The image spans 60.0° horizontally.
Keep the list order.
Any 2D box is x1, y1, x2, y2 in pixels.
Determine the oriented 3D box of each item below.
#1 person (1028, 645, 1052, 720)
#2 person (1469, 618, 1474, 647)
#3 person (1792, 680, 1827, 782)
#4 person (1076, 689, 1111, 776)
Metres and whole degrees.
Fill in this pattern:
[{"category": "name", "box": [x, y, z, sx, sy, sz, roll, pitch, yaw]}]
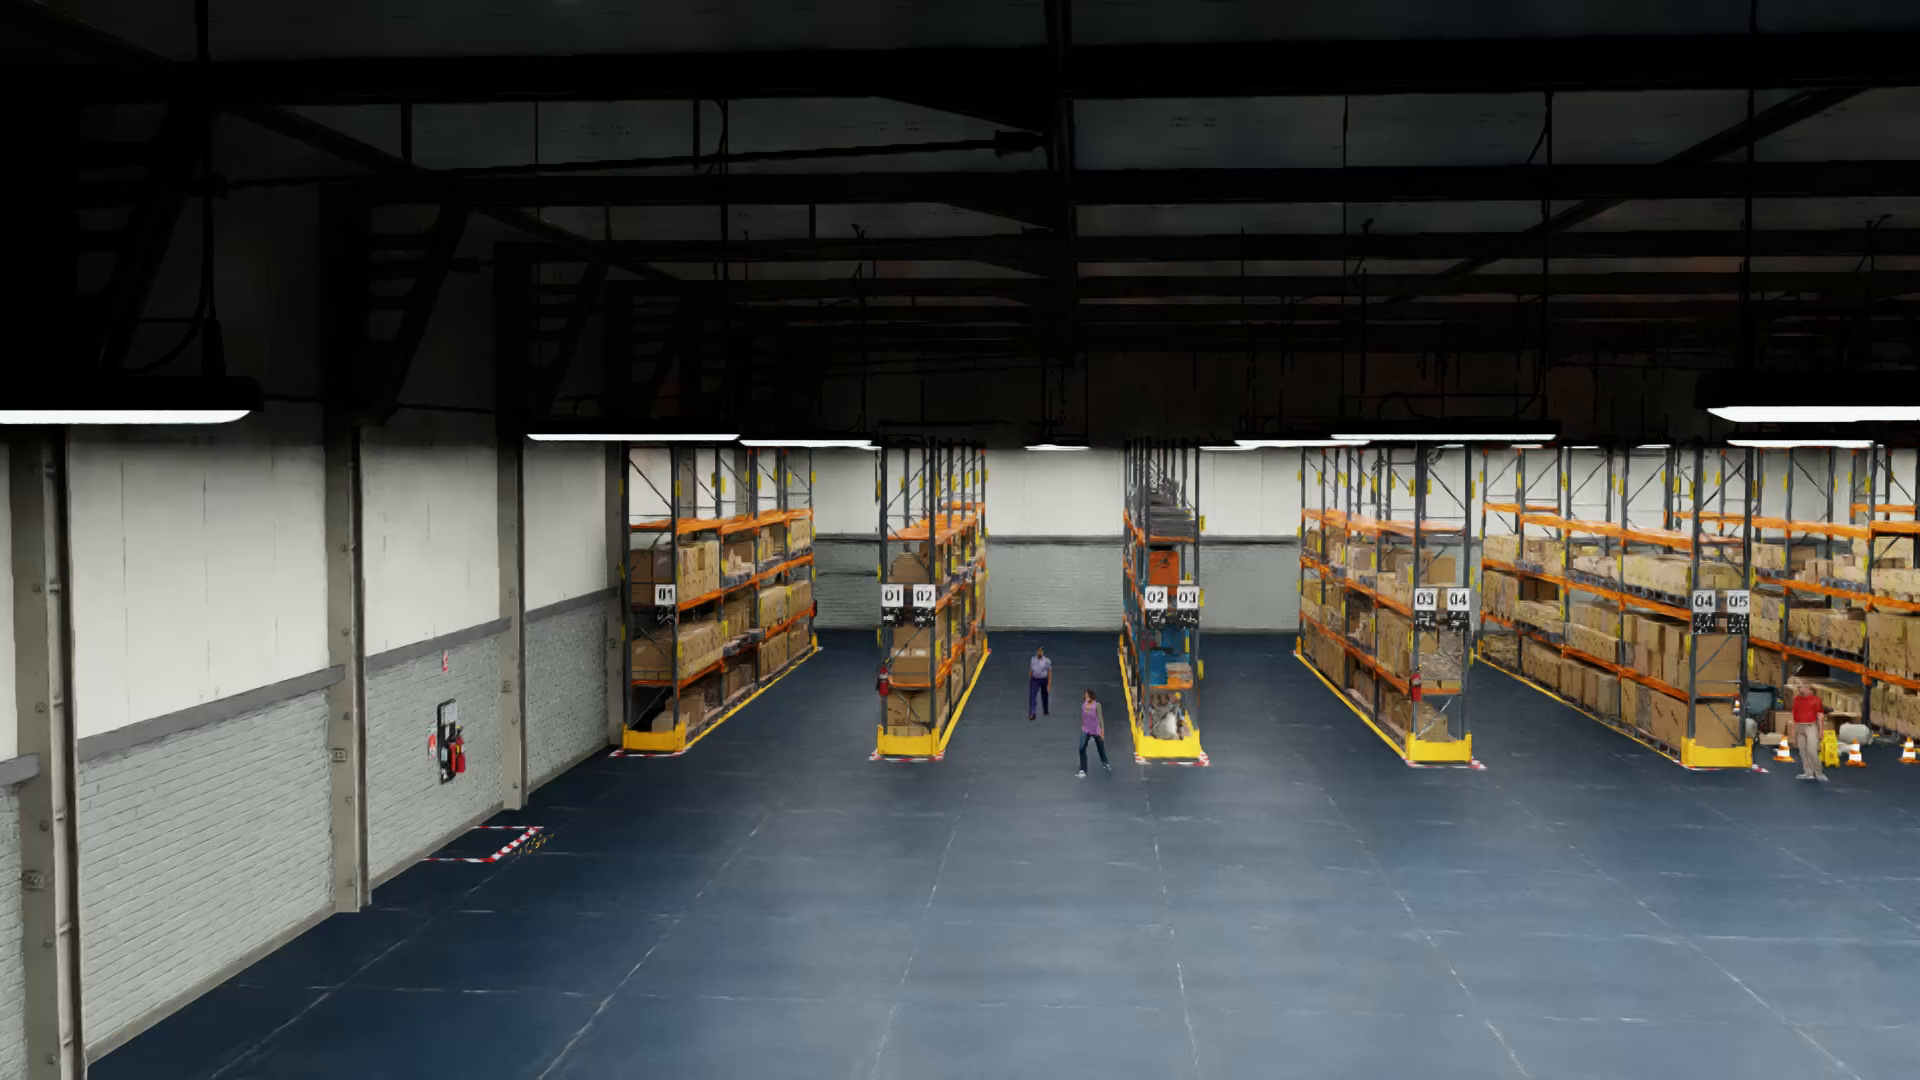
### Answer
[{"category": "person", "box": [1.722, 3.022, 35.538, 0.481, 1.565, 1.093, 0, 3, 7]}, {"category": "person", "box": [13.351, 2.600, 44.131, 0.566, 1.541, 0.519, 0, 3, 2]}, {"category": "person", "box": [14.756, 3.304, 28.893, 0.437, 1.720, 0.652, -1, 3, -25]}, {"category": "person", "box": [2.363, 3.375, 29.371, 0.461, 1.530, 0.868, 2, 3, 26]}]
